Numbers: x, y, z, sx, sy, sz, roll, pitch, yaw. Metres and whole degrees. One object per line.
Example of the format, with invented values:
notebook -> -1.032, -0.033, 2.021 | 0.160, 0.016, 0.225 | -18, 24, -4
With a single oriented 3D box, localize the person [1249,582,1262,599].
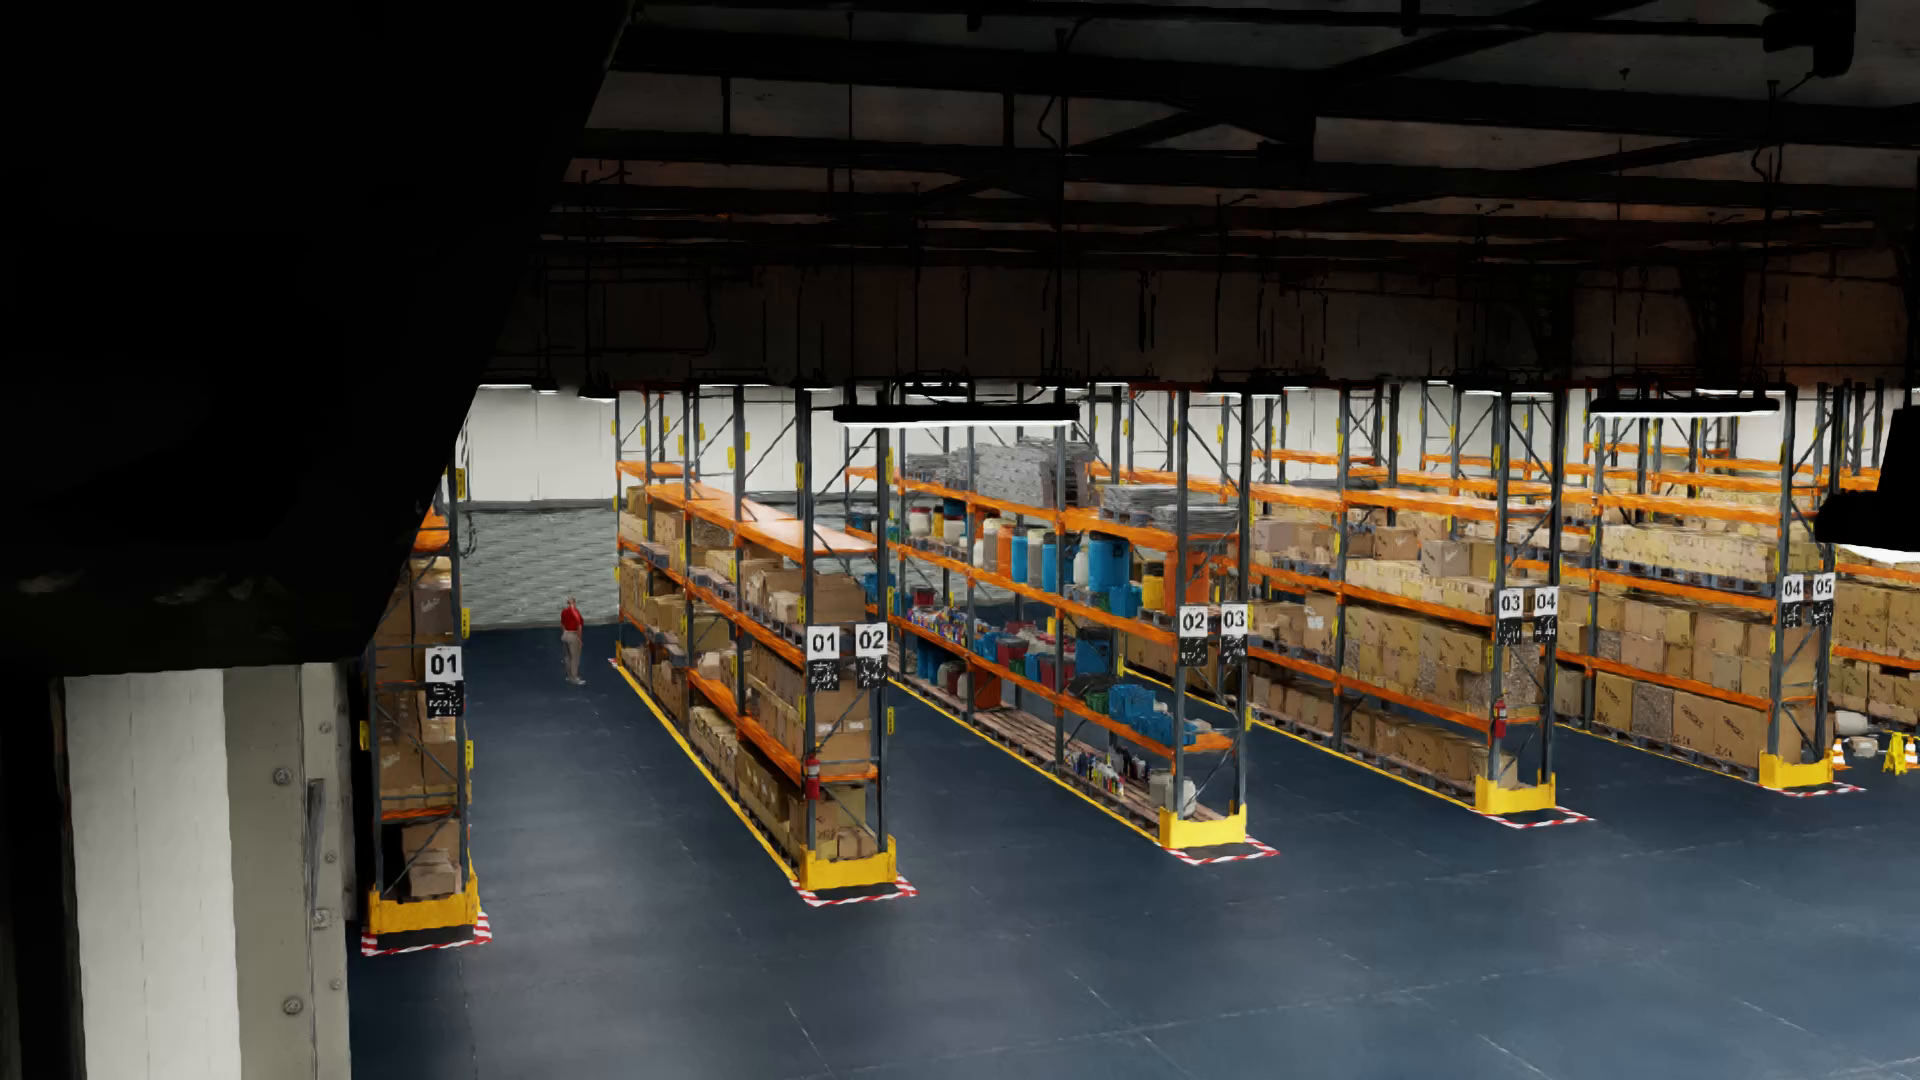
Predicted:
person -> 7.460, 0.990, 42.259 | 0.592, 1.772, 0.577 | 2, 6, 16

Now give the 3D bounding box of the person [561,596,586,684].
person -> -7.655, 1.971, 33.015 | 0.595, 1.737, 0.450 | 5, 8, 41

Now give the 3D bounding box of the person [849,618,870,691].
person -> -1.936, 2.153, 32.050 | 0.626, 1.610, 0.578 | -2, 6, -20
